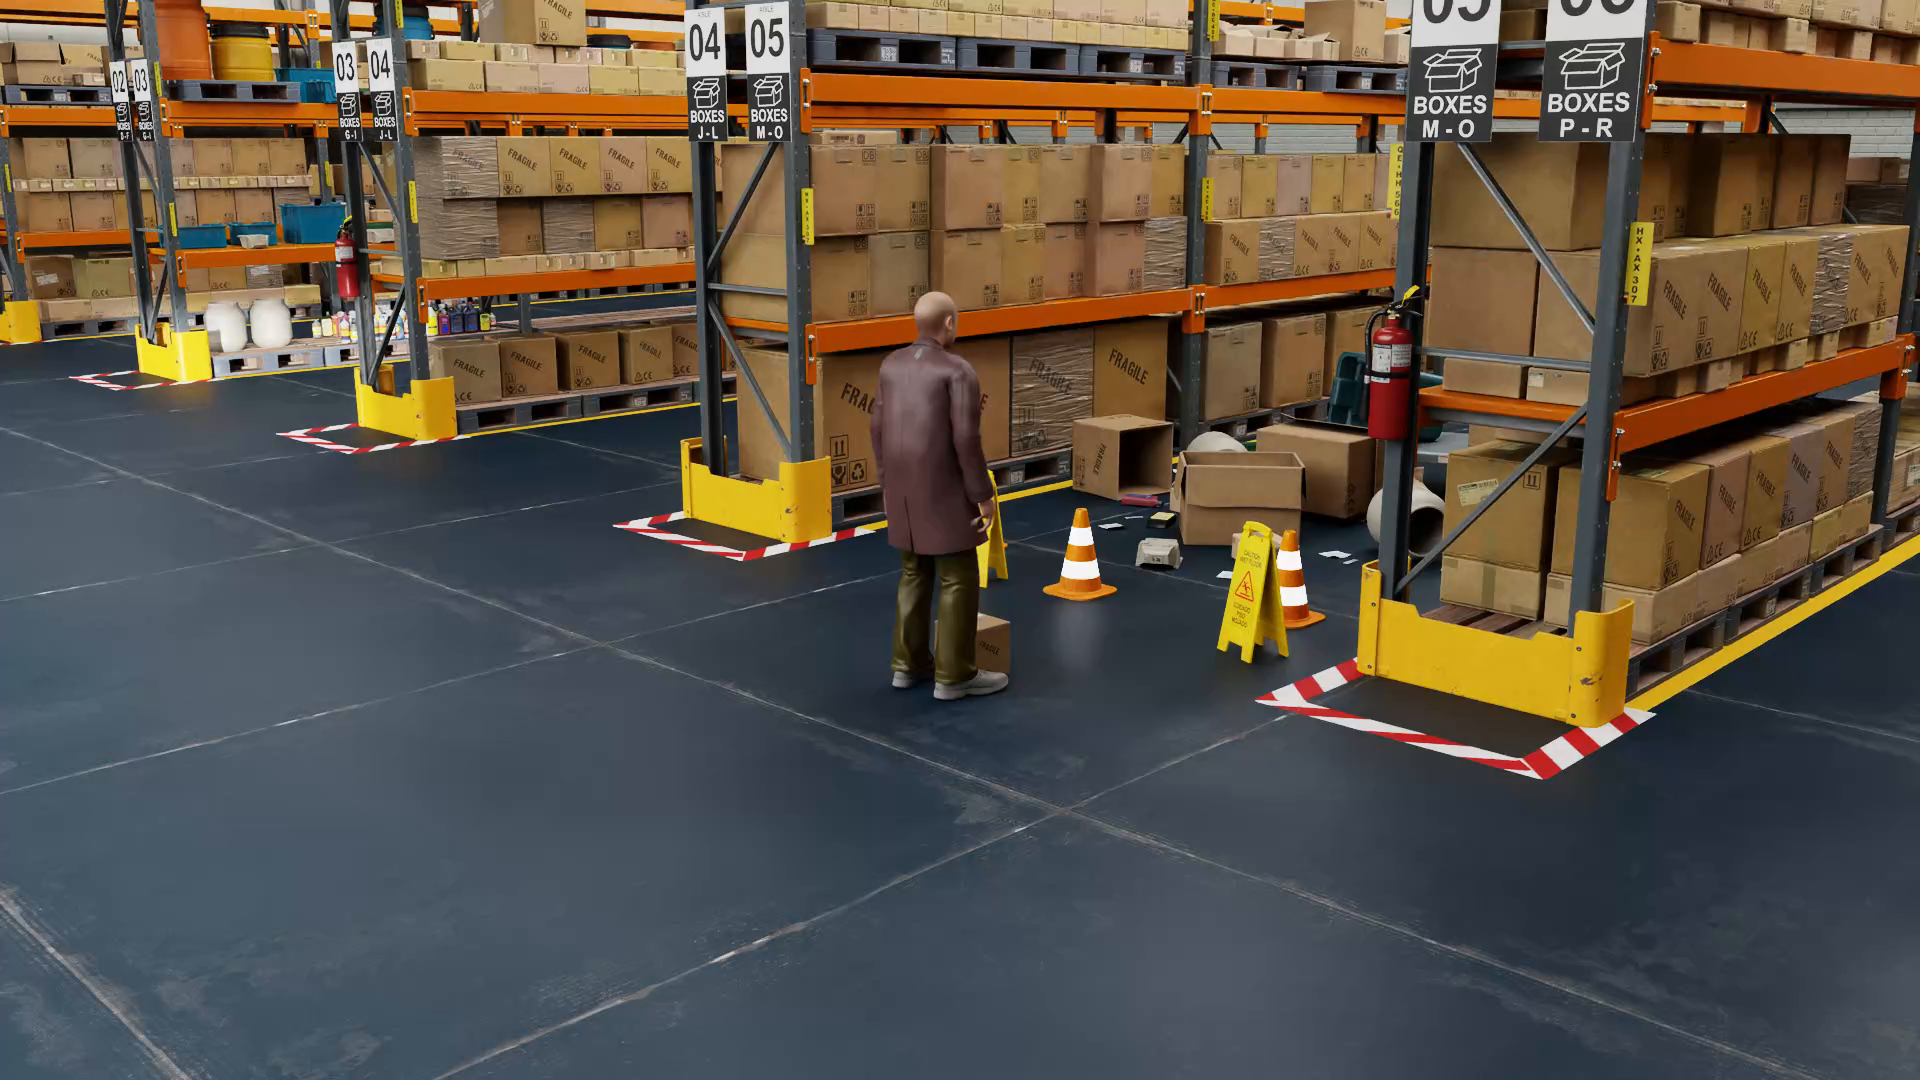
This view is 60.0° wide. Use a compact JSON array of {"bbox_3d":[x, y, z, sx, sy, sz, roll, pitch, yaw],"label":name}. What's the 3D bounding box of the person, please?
[{"bbox_3d":[-0.121,-0.203,7.370,0.656,1.774,0.417,12,18,40],"label":"person"}]
